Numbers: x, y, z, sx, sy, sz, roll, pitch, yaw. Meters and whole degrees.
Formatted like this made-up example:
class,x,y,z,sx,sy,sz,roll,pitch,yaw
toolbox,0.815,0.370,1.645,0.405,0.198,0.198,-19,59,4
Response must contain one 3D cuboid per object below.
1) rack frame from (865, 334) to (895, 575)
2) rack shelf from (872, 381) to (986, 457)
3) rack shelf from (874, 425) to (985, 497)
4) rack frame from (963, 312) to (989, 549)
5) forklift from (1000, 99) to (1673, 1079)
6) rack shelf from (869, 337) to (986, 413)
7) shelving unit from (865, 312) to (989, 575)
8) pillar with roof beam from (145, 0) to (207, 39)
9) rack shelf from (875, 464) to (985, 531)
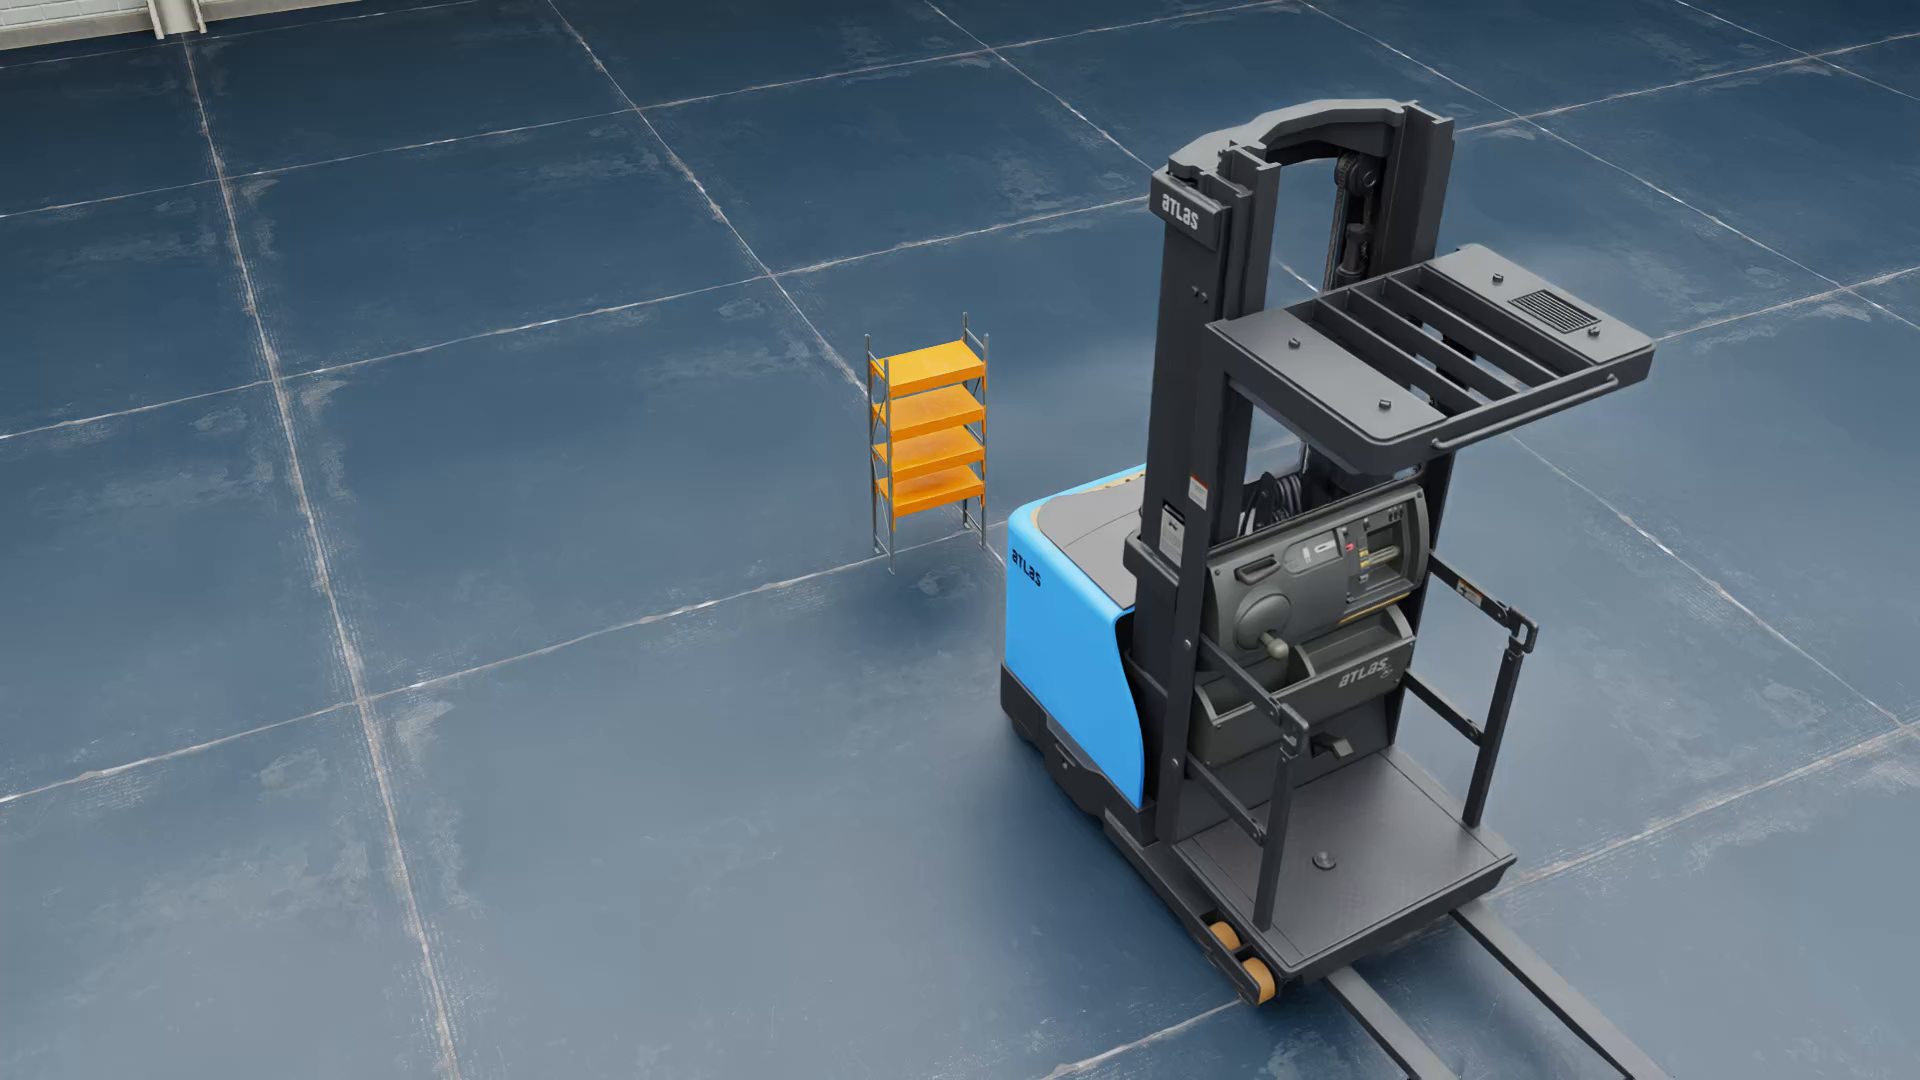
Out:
class,x,y,z,sx,sy,sz,roll,pitch,yaw
rack frame,-0.371,-0.378,7.753,0.015,1.200,0.240,-16,39,-20
rack shelf,-0.150,-0.566,7.743,0.480,0.148,0.258,-16,39,-20
rack shelf,-0.150,-0.386,7.876,0.480,0.148,0.258,-16,39,-20
rack frame,0.071,-0.502,7.919,0.015,1.200,0.240,-16,39,-20
forklift,1.348,0.180,5.547,1.130,2.935,3.031,-19,41,-24
rack shelf,-0.150,-0.756,7.602,0.480,0.148,0.258,-16,39,-20
shelving unit,-0.150,-0.440,7.836,0.503,1.200,0.258,-16,39,-20
pillar with roof beam,-4.764,-5.609,8.258,0.400,9.000,9.100,-16,39,-20
rack shelf,-0.150,-0.226,7.994,0.480,0.148,0.258,-16,39,-20
